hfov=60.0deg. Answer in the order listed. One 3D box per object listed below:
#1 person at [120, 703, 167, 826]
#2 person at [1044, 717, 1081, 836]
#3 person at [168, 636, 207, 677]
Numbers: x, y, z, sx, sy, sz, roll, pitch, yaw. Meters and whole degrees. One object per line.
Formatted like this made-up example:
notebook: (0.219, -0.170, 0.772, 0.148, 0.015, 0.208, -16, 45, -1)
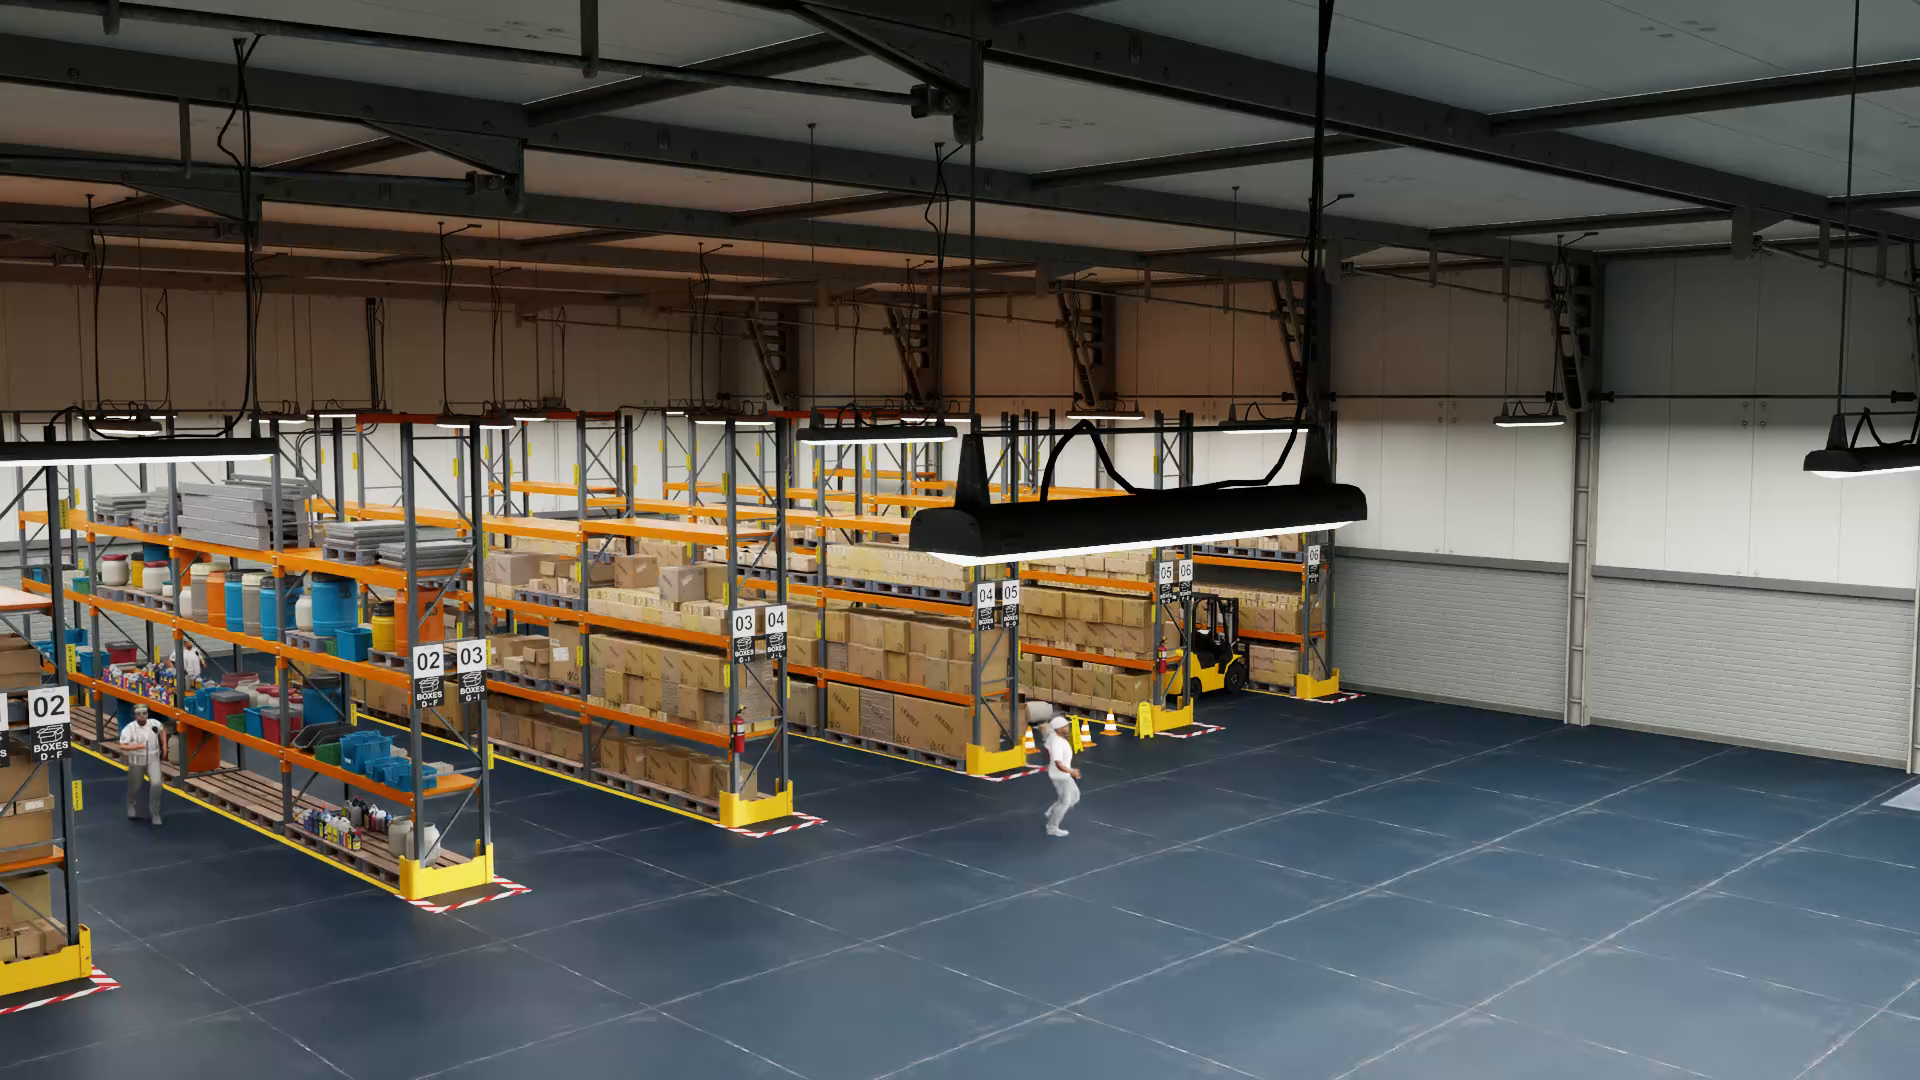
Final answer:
person: (-12.120, 3.310, 24.707, 0.672, 1.842, 0.925, -4, 6, -36)
person: (1.481, 3.391, 23.968, 0.513, 1.723, 0.709, 0, 5, -2)
person: (-15.080, 2.693, 32.618, 0.574, 1.638, 0.656, 3, 6, 30)
